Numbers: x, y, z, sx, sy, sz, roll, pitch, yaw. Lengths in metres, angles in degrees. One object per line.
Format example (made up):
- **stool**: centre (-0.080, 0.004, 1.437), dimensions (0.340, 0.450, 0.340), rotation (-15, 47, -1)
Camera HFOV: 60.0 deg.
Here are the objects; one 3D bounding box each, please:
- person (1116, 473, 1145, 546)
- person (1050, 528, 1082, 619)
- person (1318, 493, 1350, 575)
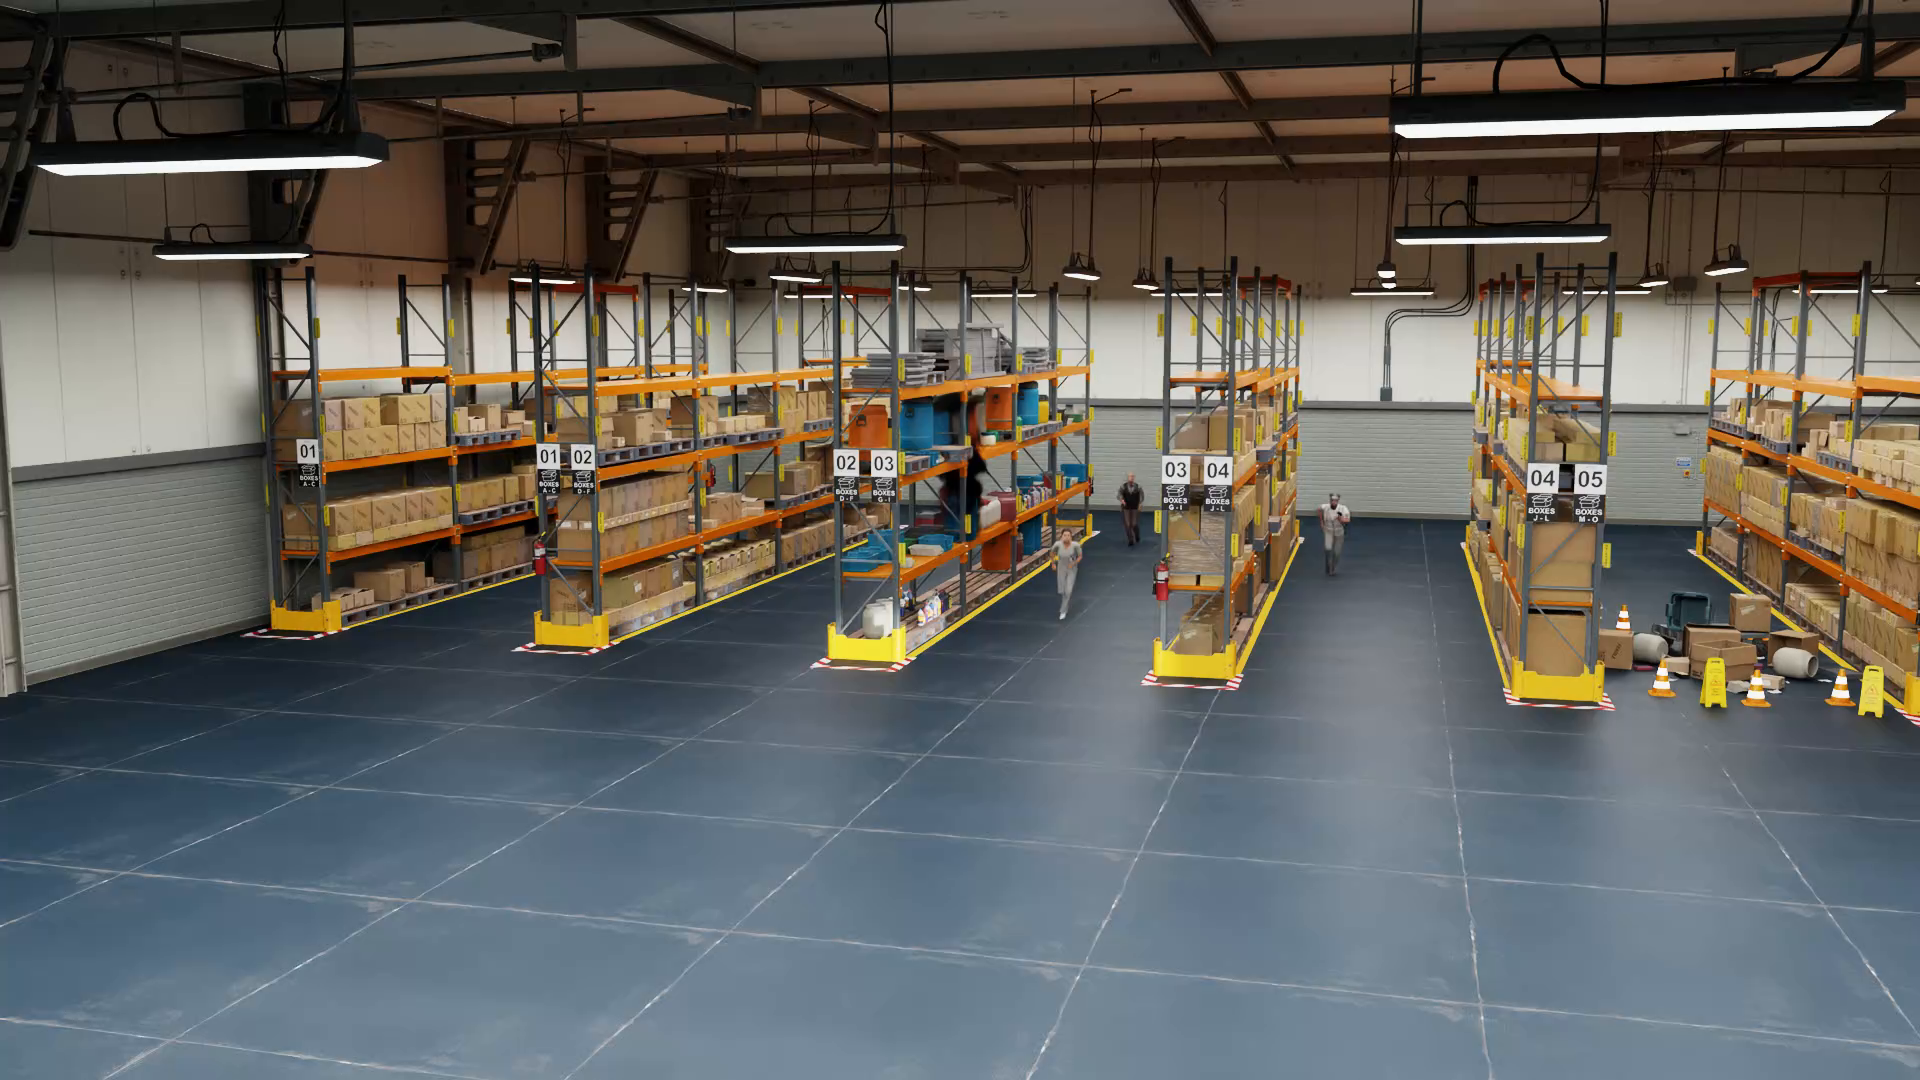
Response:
- **person**: centre (3.938, -0.707, 38.469), dimensions (0.649, 1.692, 0.605), rotation (1, 7, 7)
- **person**: centre (1.849, 0.569, 28.913), dimensions (0.554, 1.600, 0.704), rotation (0, 7, 3)
- **person**: centre (7.565, -0.129, 33.689), dimensions (0.645, 1.701, 0.892), rotation (2, 7, 13)
